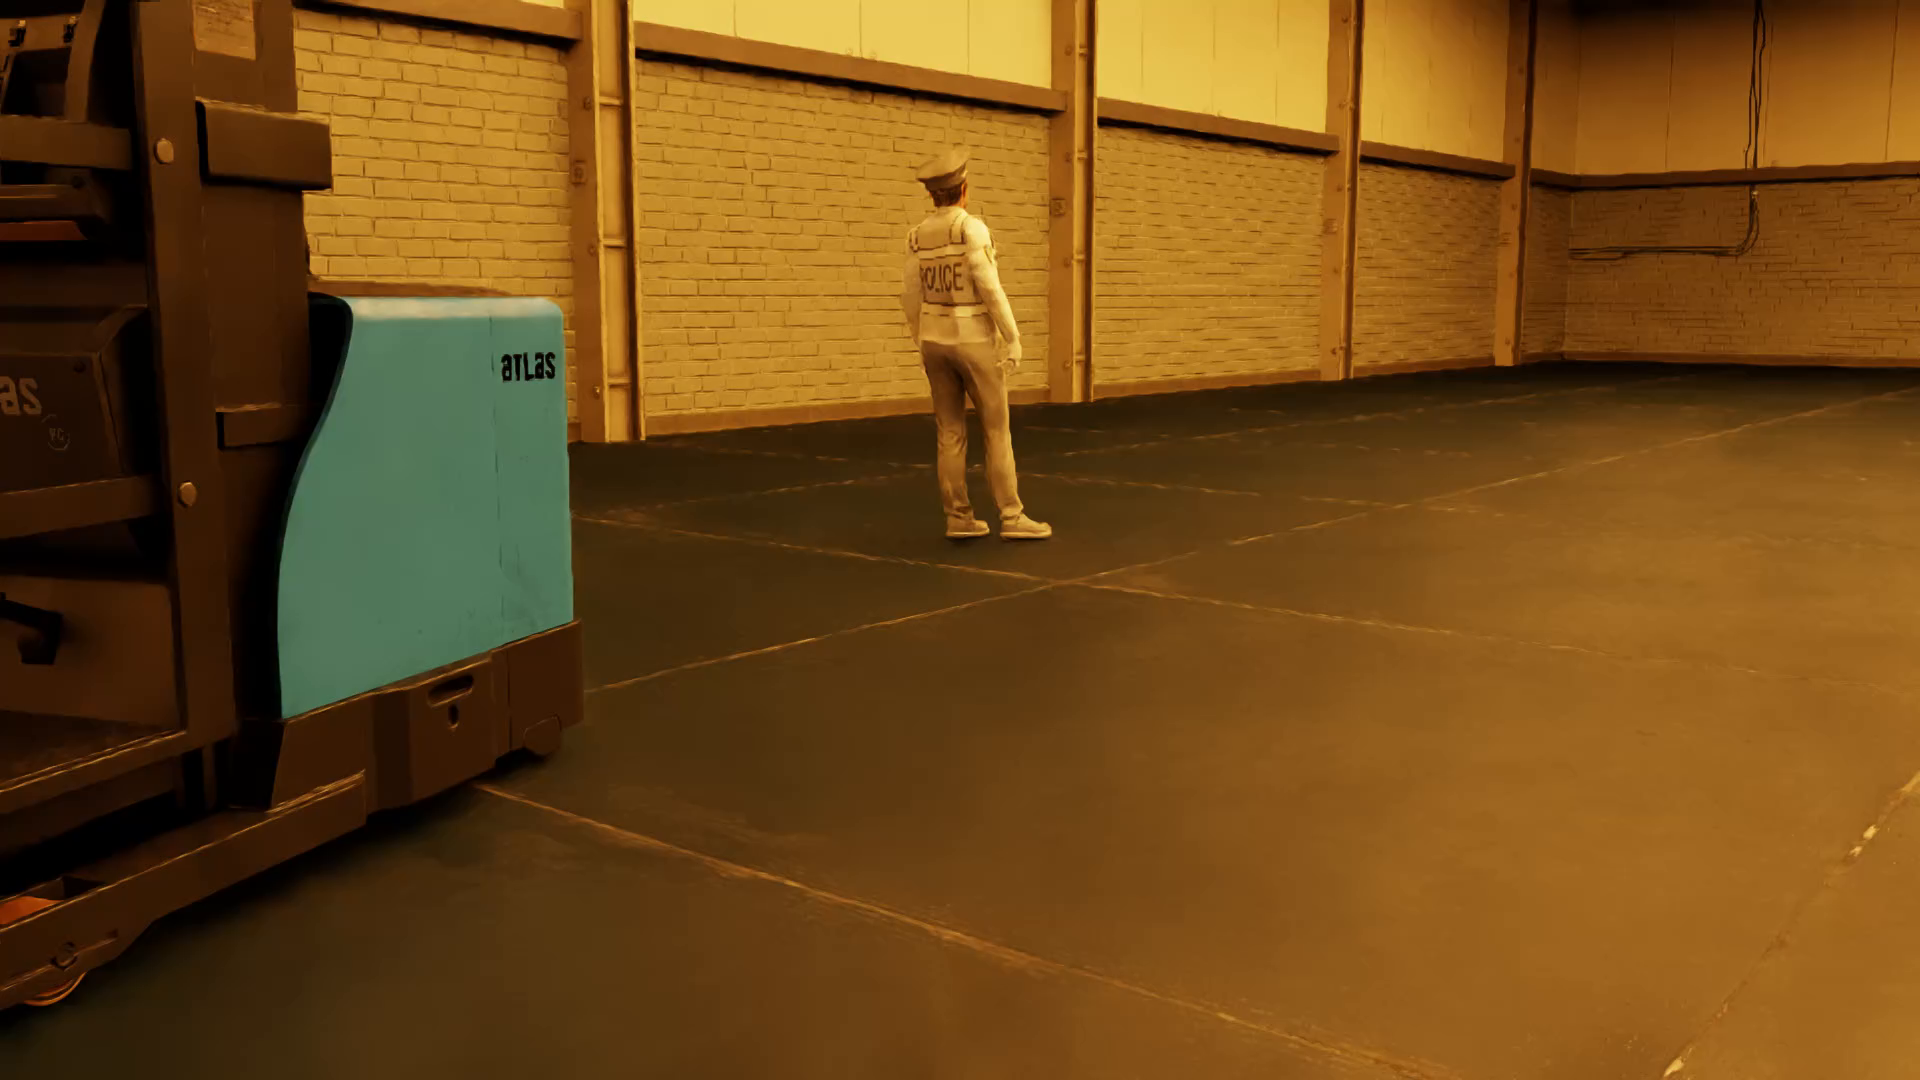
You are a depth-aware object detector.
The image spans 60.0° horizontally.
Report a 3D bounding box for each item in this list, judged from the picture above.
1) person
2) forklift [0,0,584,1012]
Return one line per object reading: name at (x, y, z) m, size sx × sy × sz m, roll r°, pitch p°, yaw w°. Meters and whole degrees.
person at (0.048, -0.853, 7.329) m, size 0.586 × 1.695 × 0.532 m, roll 7°, pitch 11°, yaw 38°
forklift at (-1.861, -0.777, 2.593) m, size 1.130 × 2.935 × 3.031 m, roll 3°, pitch 9°, yaw 19°
